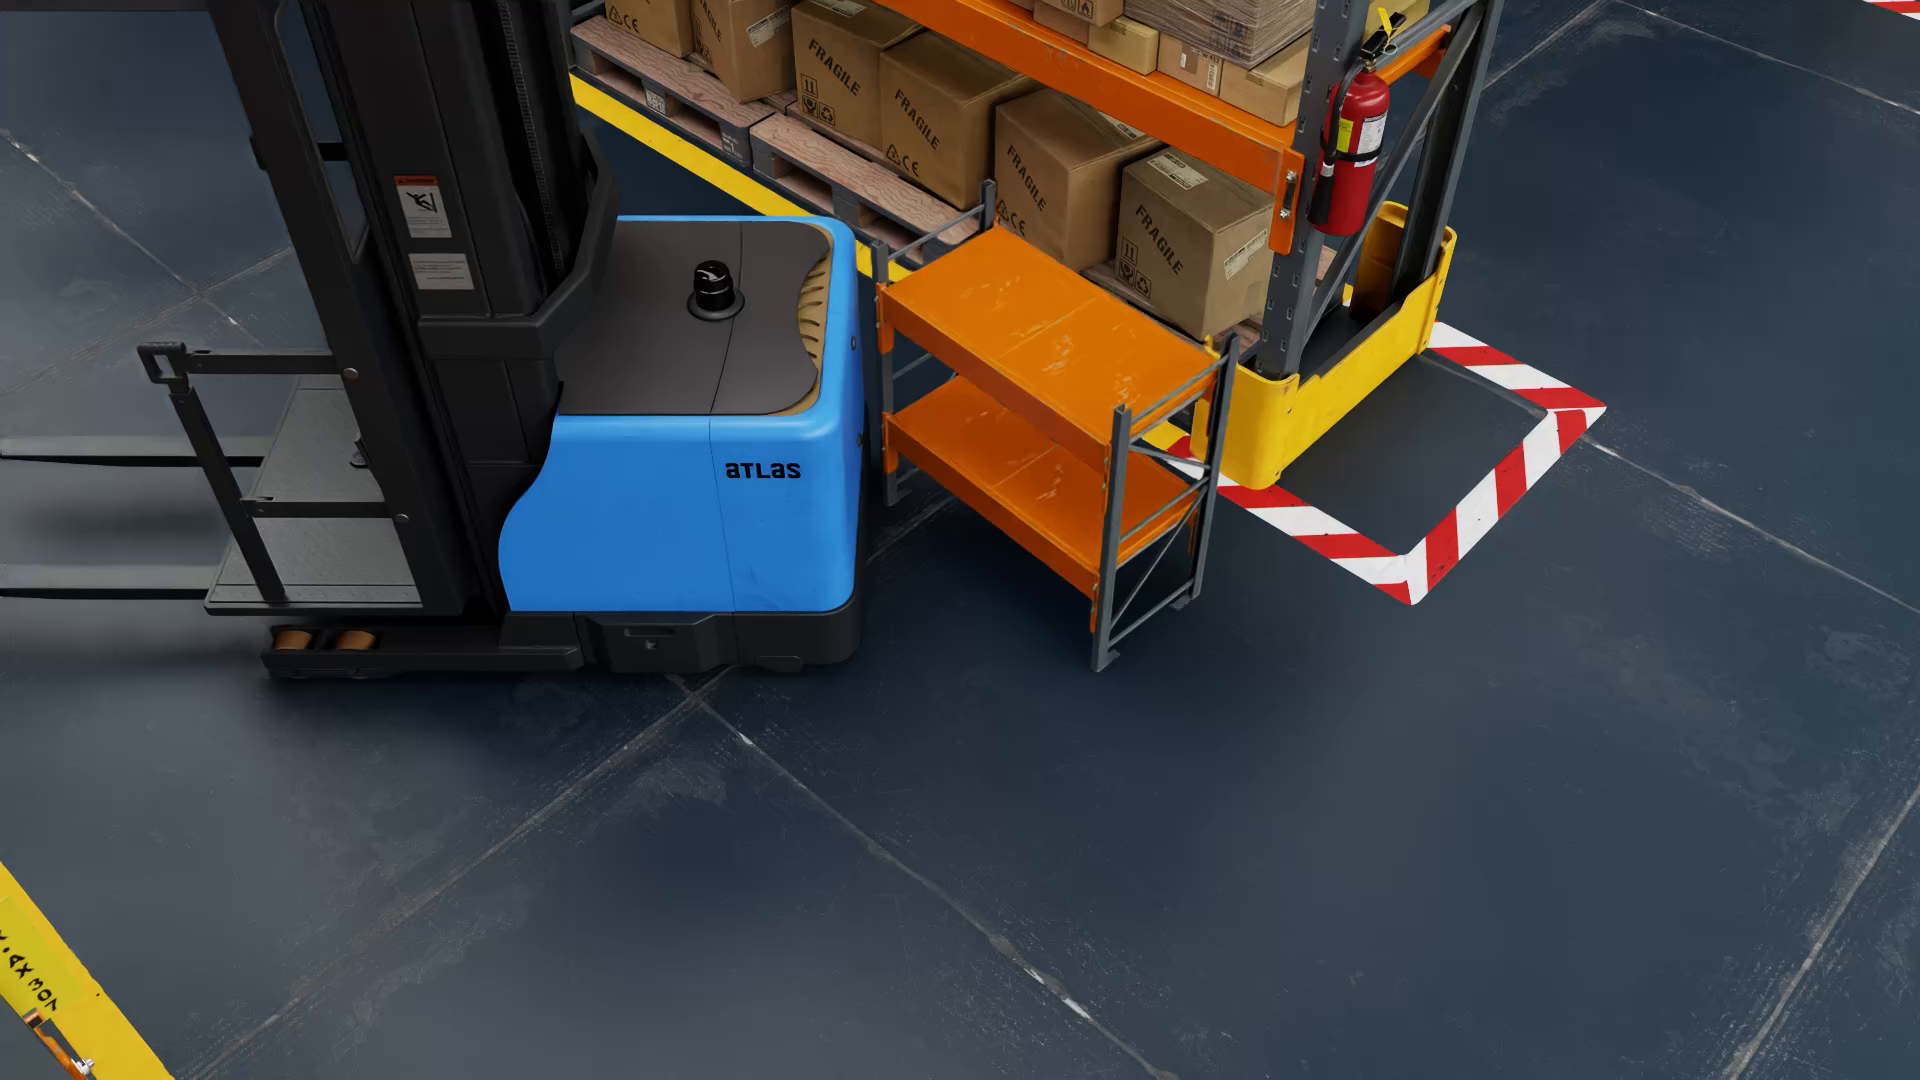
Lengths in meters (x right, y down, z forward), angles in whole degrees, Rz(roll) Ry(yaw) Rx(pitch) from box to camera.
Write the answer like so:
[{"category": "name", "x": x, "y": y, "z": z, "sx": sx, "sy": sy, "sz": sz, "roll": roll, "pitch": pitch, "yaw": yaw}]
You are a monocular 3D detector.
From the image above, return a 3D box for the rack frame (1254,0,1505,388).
[{"category": "rack frame", "x": 1.387, "y": -1.545, "z": 5.143, "sx": 0.127, "sy": 3.000, "sz": 1.000, "roll": 34, "pitch": 55, "yaw": 28}]

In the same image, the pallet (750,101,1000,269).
[{"category": "pallet", "x": -0.134, "y": -1.652, "z": 7.156, "sx": 1.213, "sy": 0.211, "sz": 1.003, "roll": 34, "pitch": 55, "yaw": 28}]

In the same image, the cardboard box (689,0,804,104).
[{"category": "cardboard box", "x": -0.859, "y": -2.313, "z": 7.290, "sx": 0.500, "sy": 0.500, "sz": 0.500, "roll": -22, "pitch": 51, "yaw": -19}]

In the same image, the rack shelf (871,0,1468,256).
[{"category": "rack shelf", "x": -0.083, "y": -2.288, "z": 6.334, "sx": 4.000, "sy": 0.370, "sz": 1.077, "roll": 34, "pitch": 55, "yaw": 28}]

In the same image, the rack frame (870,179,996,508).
[{"category": "rack frame", "x": -0.079, "y": -0.631, "z": 5.571, "sx": 0.500, "sy": 1.125, "sz": 0.032, "roll": -34, "pitch": 56, "yaw": -28}]

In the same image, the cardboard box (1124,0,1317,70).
[{"category": "cardboard box", "x": 1.002, "y": -1.968, "z": 5.267, "sx": 0.500, "sy": 0.500, "sz": 0.875, "roll": 34, "pitch": 55, "yaw": 28}]

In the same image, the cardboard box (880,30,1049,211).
[{"category": "cardboard box", "x": 0.030, "y": -1.748, "z": 6.760, "sx": 0.500, "sy": 0.500, "sz": 0.500, "roll": -33, "pitch": 55, "yaw": -27}]

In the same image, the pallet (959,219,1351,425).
[{"category": "pallet", "x": 0.758, "y": -1.049, "z": 6.590, "sx": 1.213, "sy": 0.211, "sz": 1.003, "roll": 34, "pitch": 55, "yaw": 28}]

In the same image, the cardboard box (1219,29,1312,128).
[{"category": "cardboard box", "x": 1.038, "y": -1.489, "z": 5.263, "sx": 0.250, "sy": 0.149, "sz": 0.380, "roll": 34, "pitch": 55, "yaw": 28}]

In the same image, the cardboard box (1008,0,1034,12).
[{"category": "cardboard box", "x": 0.307, "y": -1.987, "z": 5.730, "sx": 0.250, "sy": 0.149, "sz": 0.380, "roll": 34, "pitch": 55, "yaw": 28}]

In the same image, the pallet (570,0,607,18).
[{"category": "pallet", "x": -2.125, "y": -2.952, "z": 8.377, "sx": 1.213, "sy": 0.211, "sz": 1.003, "roll": 34, "pitch": 55, "yaw": 28}]

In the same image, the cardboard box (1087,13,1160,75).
[{"category": "cardboard box", "x": 0.636, "y": -1.709, "z": 5.470, "sx": 0.250, "sy": 0.149, "sz": 0.380, "roll": 34, "pitch": 55, "yaw": 28}]

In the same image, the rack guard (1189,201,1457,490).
[{"category": "rack guard", "x": 1.331, "y": -0.727, "z": 6.090, "sx": 0.348, "sy": 0.500, "sz": 1.175, "roll": 34, "pitch": 55, "yaw": 28}]

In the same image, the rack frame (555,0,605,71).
[{"category": "rack frame", "x": -1.552, "y": -3.523, "z": 7.000, "sx": 0.127, "sy": 3.000, "sz": 1.000, "roll": 34, "pitch": 55, "yaw": 28}]

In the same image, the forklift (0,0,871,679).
[{"category": "forklift", "x": -1.834, "y": -0.946, "z": 4.627, "sx": 3.031, "sy": 2.935, "sz": 1.130, "roll": 0, "pitch": 47, "yaw": 0}]

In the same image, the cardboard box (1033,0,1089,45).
[{"category": "cardboard box", "x": 0.463, "y": -1.841, "z": 5.594, "sx": 0.250, "sy": 0.149, "sz": 0.380, "roll": 34, "pitch": 55, "yaw": 28}]

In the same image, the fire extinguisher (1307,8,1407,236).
[{"category": "fire extinguisher", "x": 1.159, "y": -1.215, "z": 4.886, "sx": 0.183, "sy": 0.674, "sz": 0.296, "roll": 34, "pitch": 55, "yaw": 28}]

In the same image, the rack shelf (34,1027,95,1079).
[{"category": "rack shelf", "x": -3.442, "y": 0.366, "z": 3.843, "sx": 4.000, "sy": 0.370, "sz": 1.077, "roll": 34, "pitch": 55, "yaw": 28}]

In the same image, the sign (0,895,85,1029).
[{"category": "sign", "x": -1.596, "y": 0.721, "z": 2.826, "sx": 0.005, "sy": 0.325, "sz": 0.100, "roll": 34, "pitch": 55, "yaw": 28}]

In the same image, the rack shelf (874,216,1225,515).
[{"category": "rack shelf", "x": 0.267, "y": -0.560, "z": 5.103, "sx": 0.538, "sy": 0.278, "sz": 1.000, "roll": -34, "pitch": 56, "yaw": -28}]

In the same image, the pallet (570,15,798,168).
[{"category": "pallet", "x": -1.035, "y": -2.255, "z": 7.723, "sx": 1.213, "sy": 0.211, "sz": 1.003, "roll": 34, "pitch": 55, "yaw": 28}]

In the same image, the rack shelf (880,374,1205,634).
[{"category": "rack shelf", "x": 0.267, "y": -0.192, "z": 5.494, "sx": 0.538, "sy": 0.278, "sz": 1.000, "roll": -34, "pitch": 56, "yaw": -28}]

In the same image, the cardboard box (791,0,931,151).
[{"category": "cardboard box", "x": -0.350, "y": -2.048, "z": 7.042, "sx": 0.500, "sy": 0.500, "sz": 0.500, "roll": 29, "pitch": 53, "yaw": 25}]

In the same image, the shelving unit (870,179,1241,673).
[{"category": "shelving unit", "x": 0.267, "y": -0.360, "z": 5.316, "sx": 0.538, "sy": 1.125, "sz": 1.048, "roll": -34, "pitch": 56, "yaw": -28}]

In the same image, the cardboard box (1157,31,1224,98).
[{"category": "cardboard box", "x": 0.854, "y": -1.613, "z": 5.380, "sx": 0.250, "sy": 0.149, "sz": 0.380, "roll": 34, "pitch": 55, "yaw": 28}]

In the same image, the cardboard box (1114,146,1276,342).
[{"category": "cardboard box", "x": 0.940, "y": -1.151, "z": 6.200, "sx": 0.500, "sy": 0.500, "sz": 0.500, "roll": -28, "pitch": 53, "yaw": -24}]

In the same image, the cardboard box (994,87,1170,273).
[{"category": "cardboard box", "x": 0.477, "y": -1.428, "z": 6.460, "sx": 0.500, "sy": 0.500, "sz": 0.500, "roll": -25, "pitch": 52, "yaw": -21}]

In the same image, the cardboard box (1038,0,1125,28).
[{"category": "cardboard box", "x": 0.553, "y": -2.151, "z": 5.439, "sx": 0.500, "sy": 0.500, "sz": 0.875, "roll": 34, "pitch": 55, "yaw": 28}]

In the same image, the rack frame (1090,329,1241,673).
[{"category": "rack frame", "x": 0.613, "y": -0.088, "z": 5.061, "sx": 0.500, "sy": 1.125, "sz": 0.032, "roll": -34, "pitch": 56, "yaw": -28}]

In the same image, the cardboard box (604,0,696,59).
[{"category": "cardboard box", "x": -1.285, "y": -2.592, "z": 7.552, "sx": 0.500, "sy": 0.500, "sz": 0.500, "roll": 32, "pitch": 55, "yaw": 27}]

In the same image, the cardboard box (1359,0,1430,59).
[{"category": "cardboard box", "x": 1.339, "y": -1.728, "z": 5.487, "sx": 0.250, "sy": 0.149, "sz": 0.380, "roll": 34, "pitch": 55, "yaw": 28}]
